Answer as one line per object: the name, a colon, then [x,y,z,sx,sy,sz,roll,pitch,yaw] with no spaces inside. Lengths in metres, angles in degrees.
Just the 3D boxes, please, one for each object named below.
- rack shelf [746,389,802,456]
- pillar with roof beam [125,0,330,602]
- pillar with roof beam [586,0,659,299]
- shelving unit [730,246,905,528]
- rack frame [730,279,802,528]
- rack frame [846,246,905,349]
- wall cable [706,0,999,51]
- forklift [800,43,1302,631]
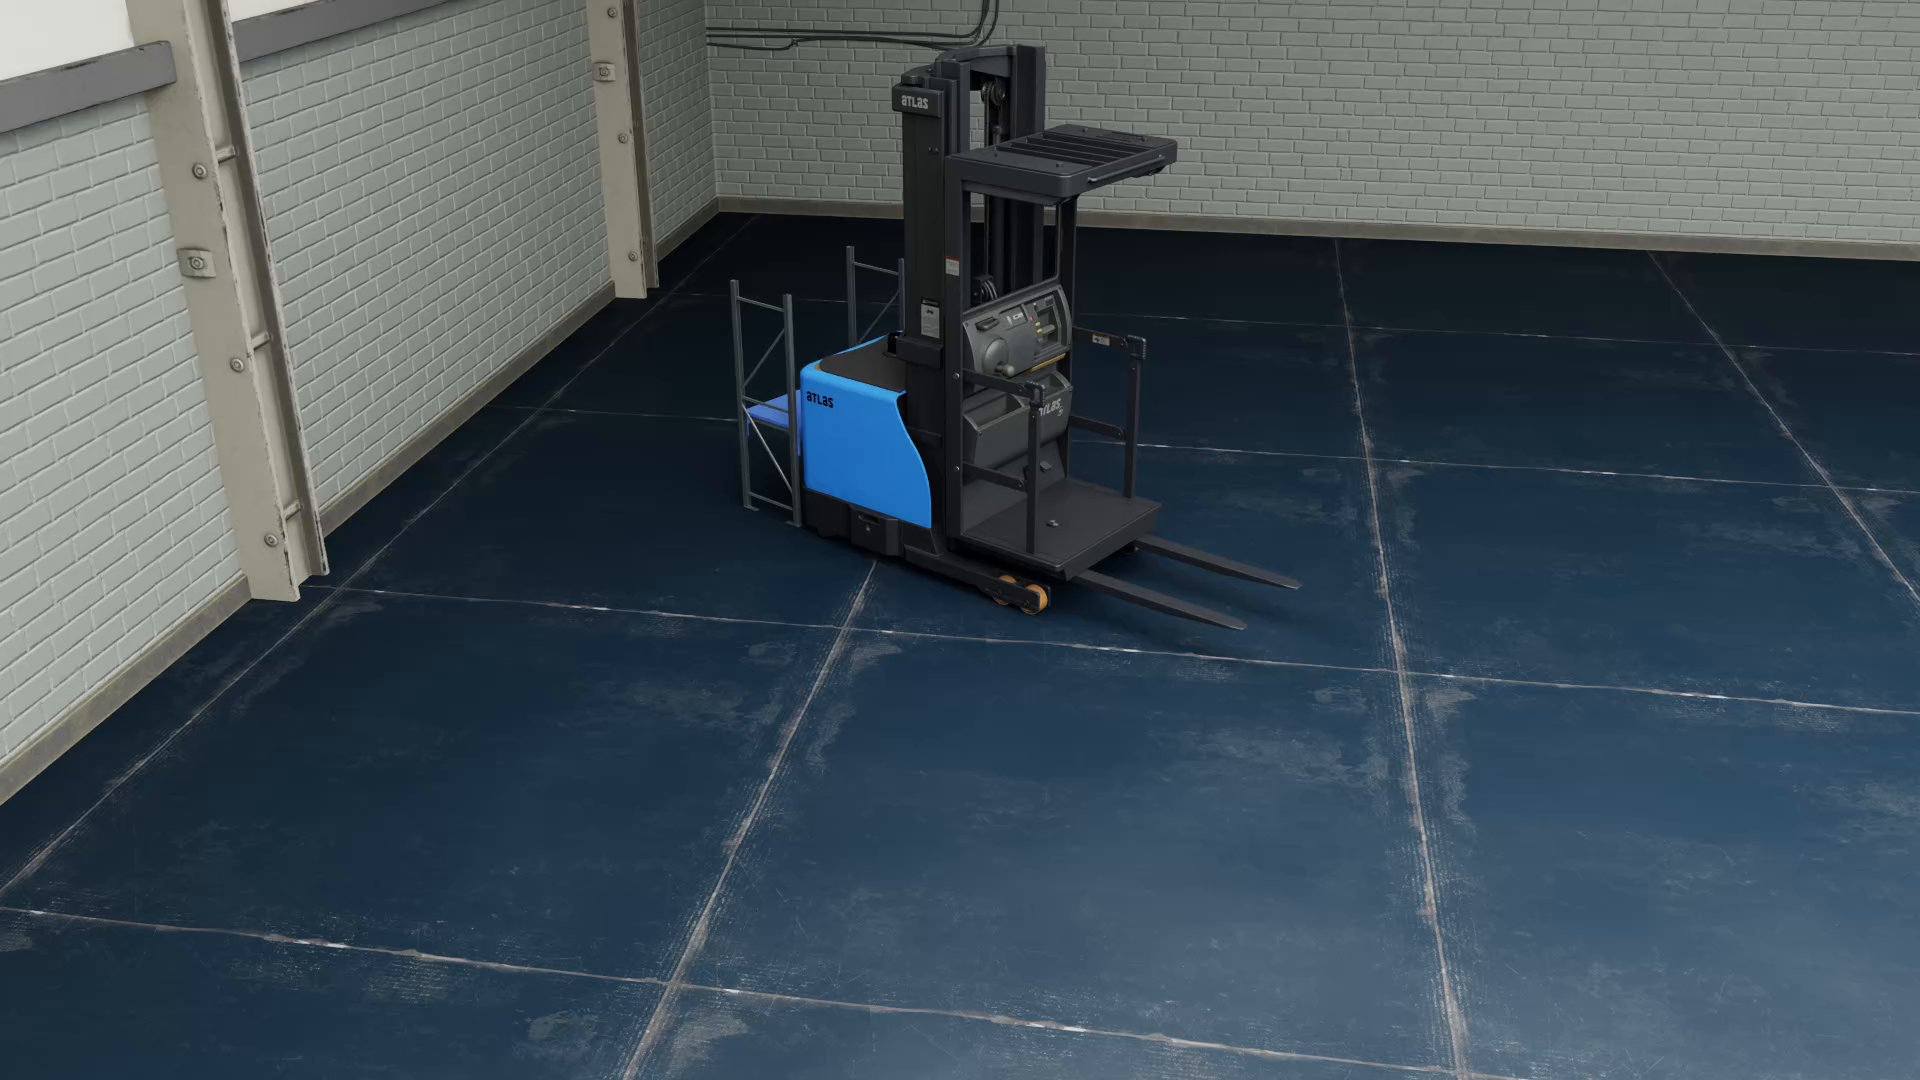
rack shelf: [-0.867,-0.831,10.680,0.538,0.185,1.000,20,31,36]
pillar with roof beam: [0.332,-3.519,7.153,9.100,9.000,0.400,4,25,9]
pillar with roof beam: [1.313,-6.028,12.514,9.100,9.000,0.400,4,25,9]
shelving unit: [-0.867,-0.994,10.604,0.538,1.500,1.048,20,31,36]
rack frame: [-1.194,-0.829,10.252,0.500,1.500,0.032,20,31,36]
rack frame: [-0.539,-1.159,10.956,0.500,1.500,0.032,20,31,36]
wall cable: [-1.149,-6.061,16.246,3.097,2.526,0.112,4,25,9]
forklift: [0.496,-1.162,9.276,3.031,2.935,1.130,18,31,34]
